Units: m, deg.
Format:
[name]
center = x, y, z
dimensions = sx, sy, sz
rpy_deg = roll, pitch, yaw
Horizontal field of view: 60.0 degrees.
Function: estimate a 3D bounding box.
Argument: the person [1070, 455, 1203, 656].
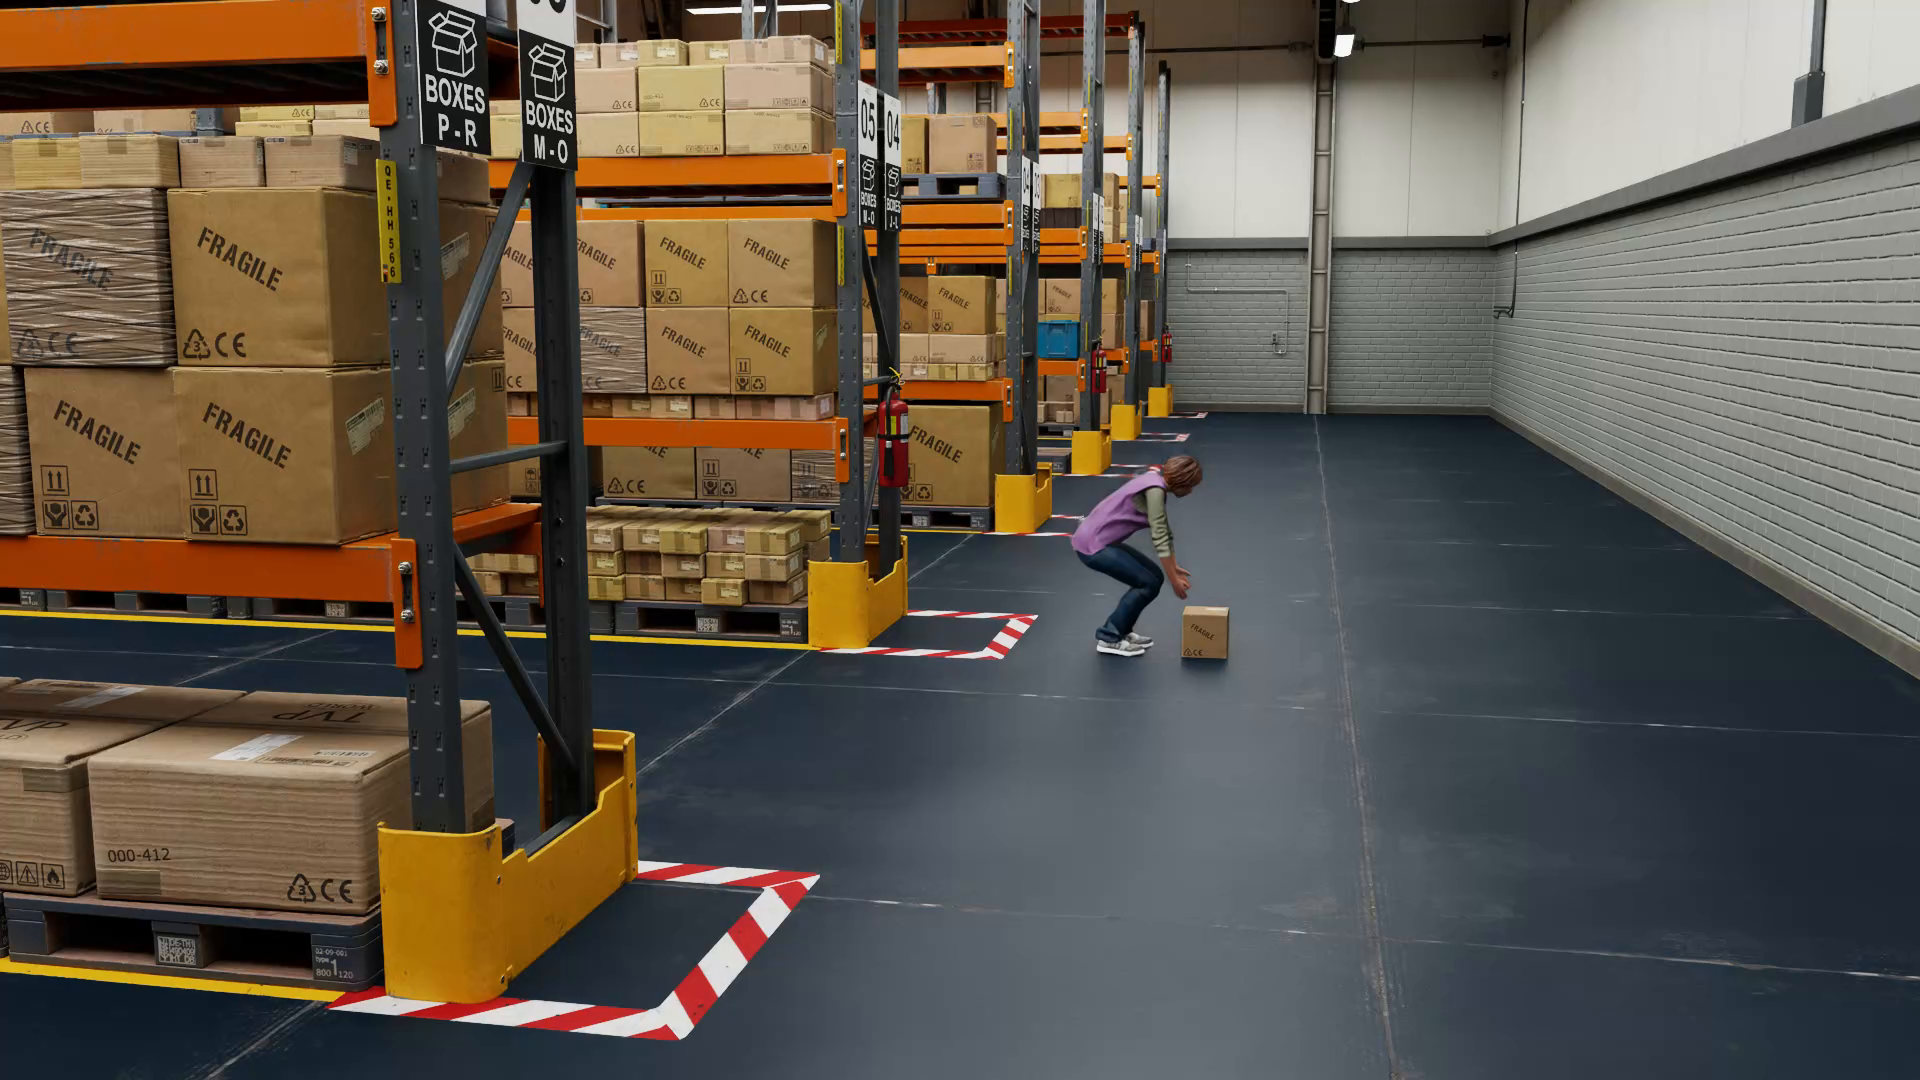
[person]
center = 1.002, 0.086, 9.488
dimensions = 0.736, 1.109, 0.462
rpy_deg = 2, 8, 11
